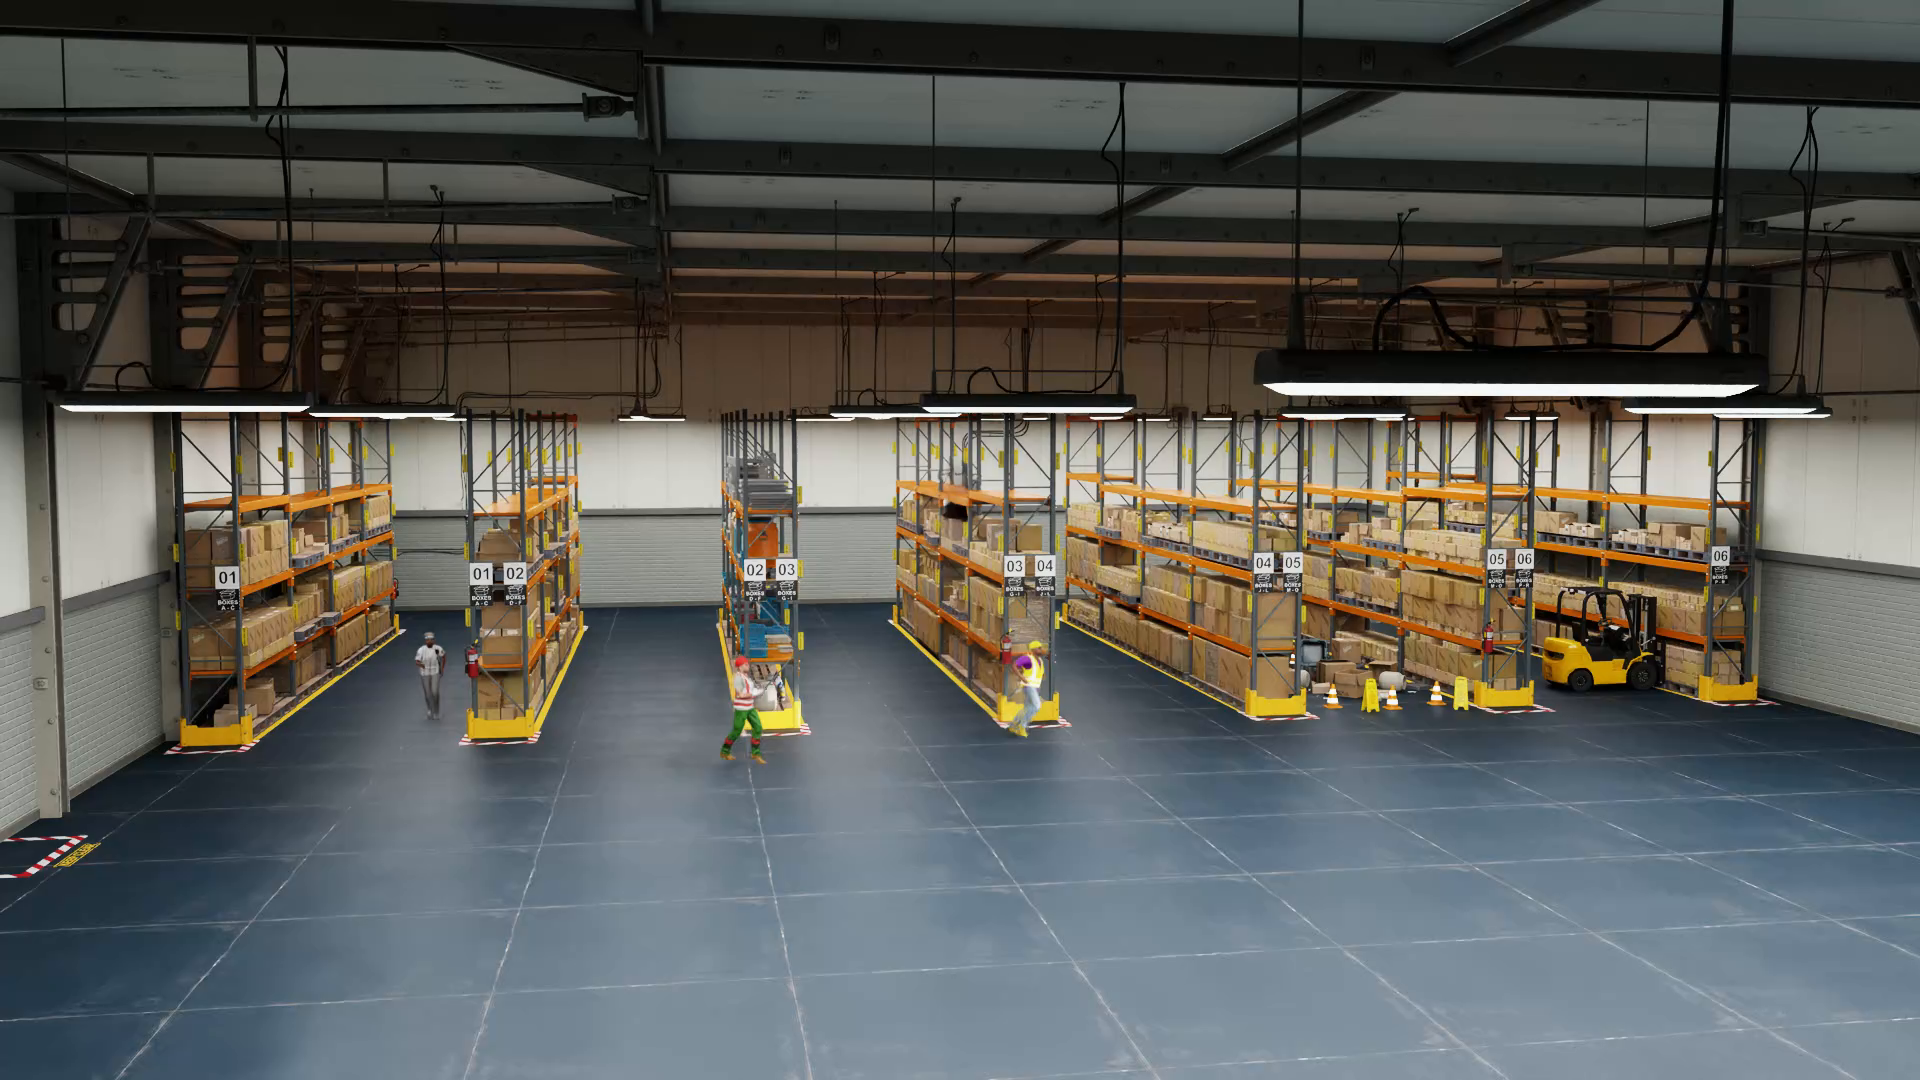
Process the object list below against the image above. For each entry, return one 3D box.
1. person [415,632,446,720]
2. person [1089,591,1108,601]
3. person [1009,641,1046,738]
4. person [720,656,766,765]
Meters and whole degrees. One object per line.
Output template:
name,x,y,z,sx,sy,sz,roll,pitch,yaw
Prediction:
person,-10.275,2.646,32.260,0.566,1.746,0.727,-1,4,-12
person,4.055,1.342,49.982,0.966,1.735,0.719,3,5,40
person,1.278,2.672,30.623,0.650,1.619,0.738,2,5,28
person,-3.633,2.873,27.947,0.779,1.845,0.648,1,4,15
